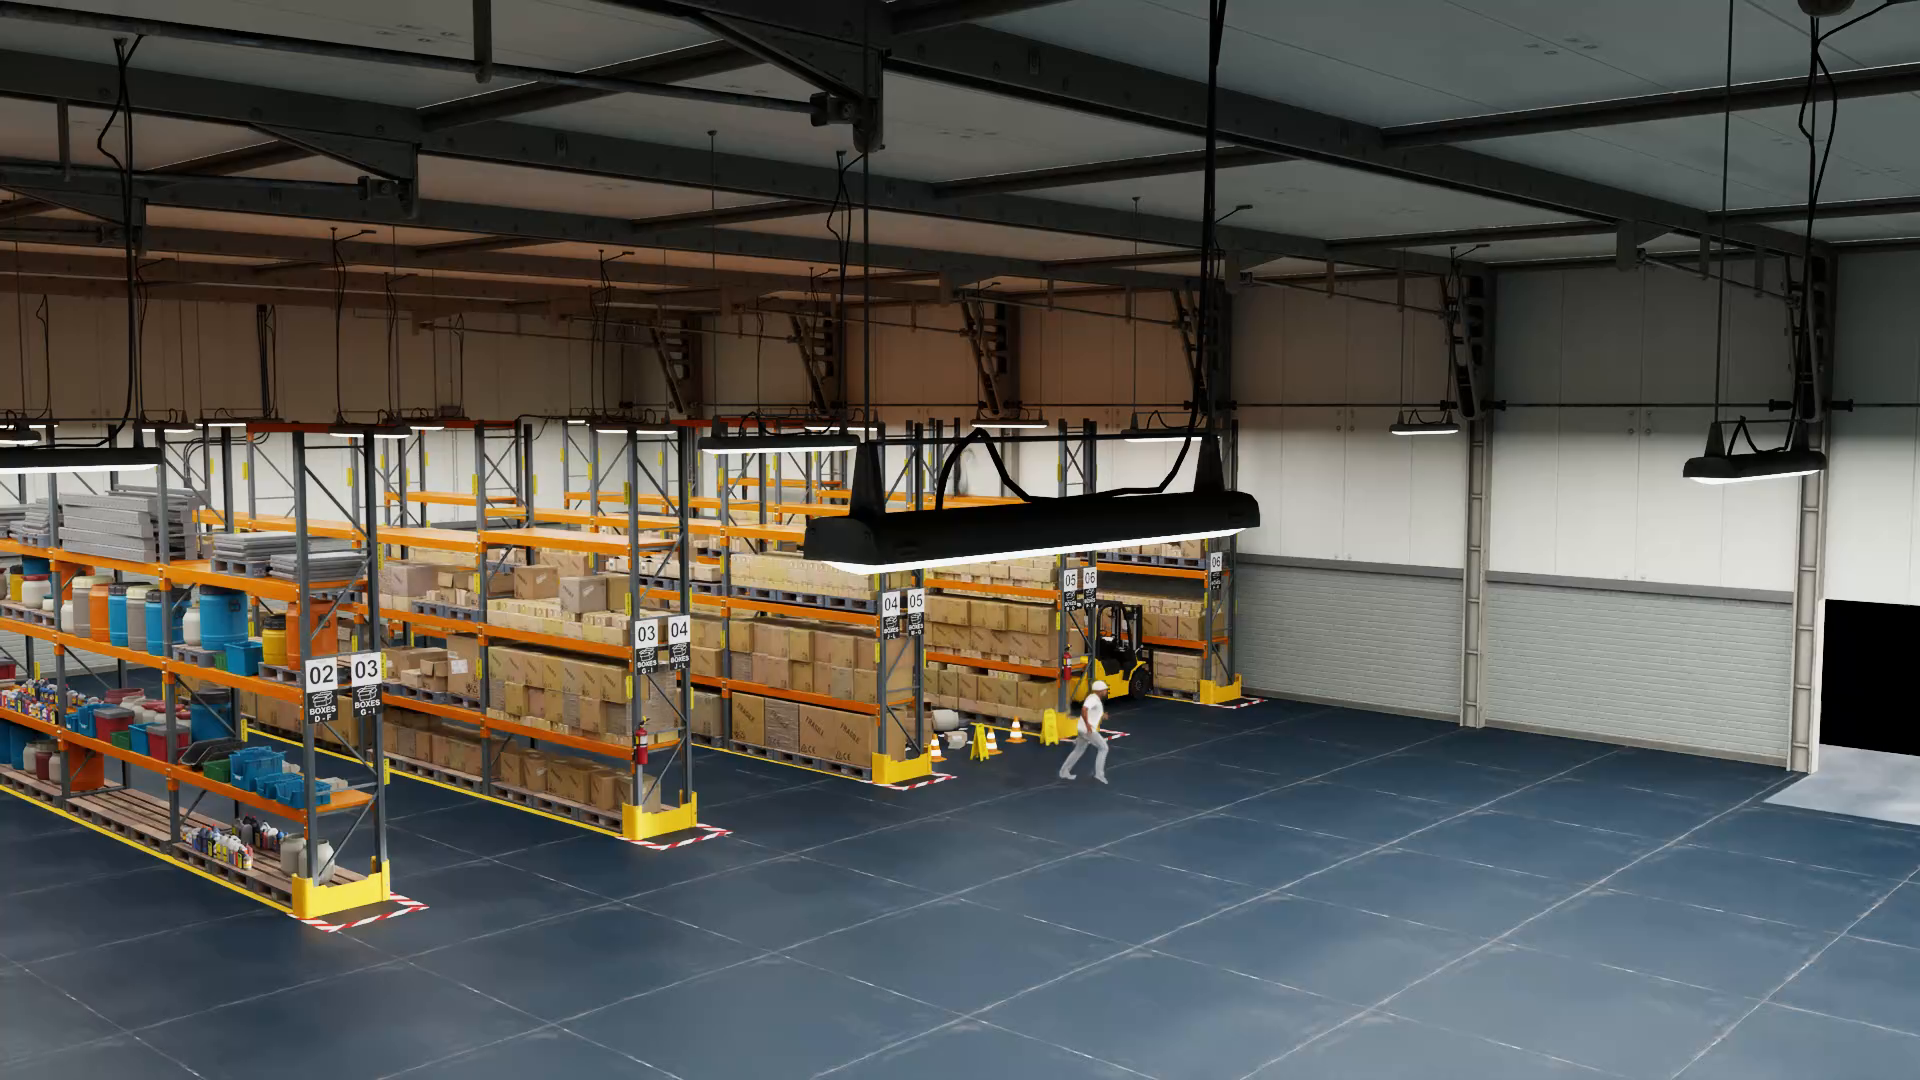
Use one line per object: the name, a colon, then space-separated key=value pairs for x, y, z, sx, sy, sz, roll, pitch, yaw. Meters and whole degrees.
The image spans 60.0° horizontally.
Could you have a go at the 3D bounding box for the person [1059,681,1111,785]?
person: x=2.108 y=3.223 z=27.736 sx=0.899 sy=1.758 sz=0.706 roll=0 pitch=5 yaw=-5
